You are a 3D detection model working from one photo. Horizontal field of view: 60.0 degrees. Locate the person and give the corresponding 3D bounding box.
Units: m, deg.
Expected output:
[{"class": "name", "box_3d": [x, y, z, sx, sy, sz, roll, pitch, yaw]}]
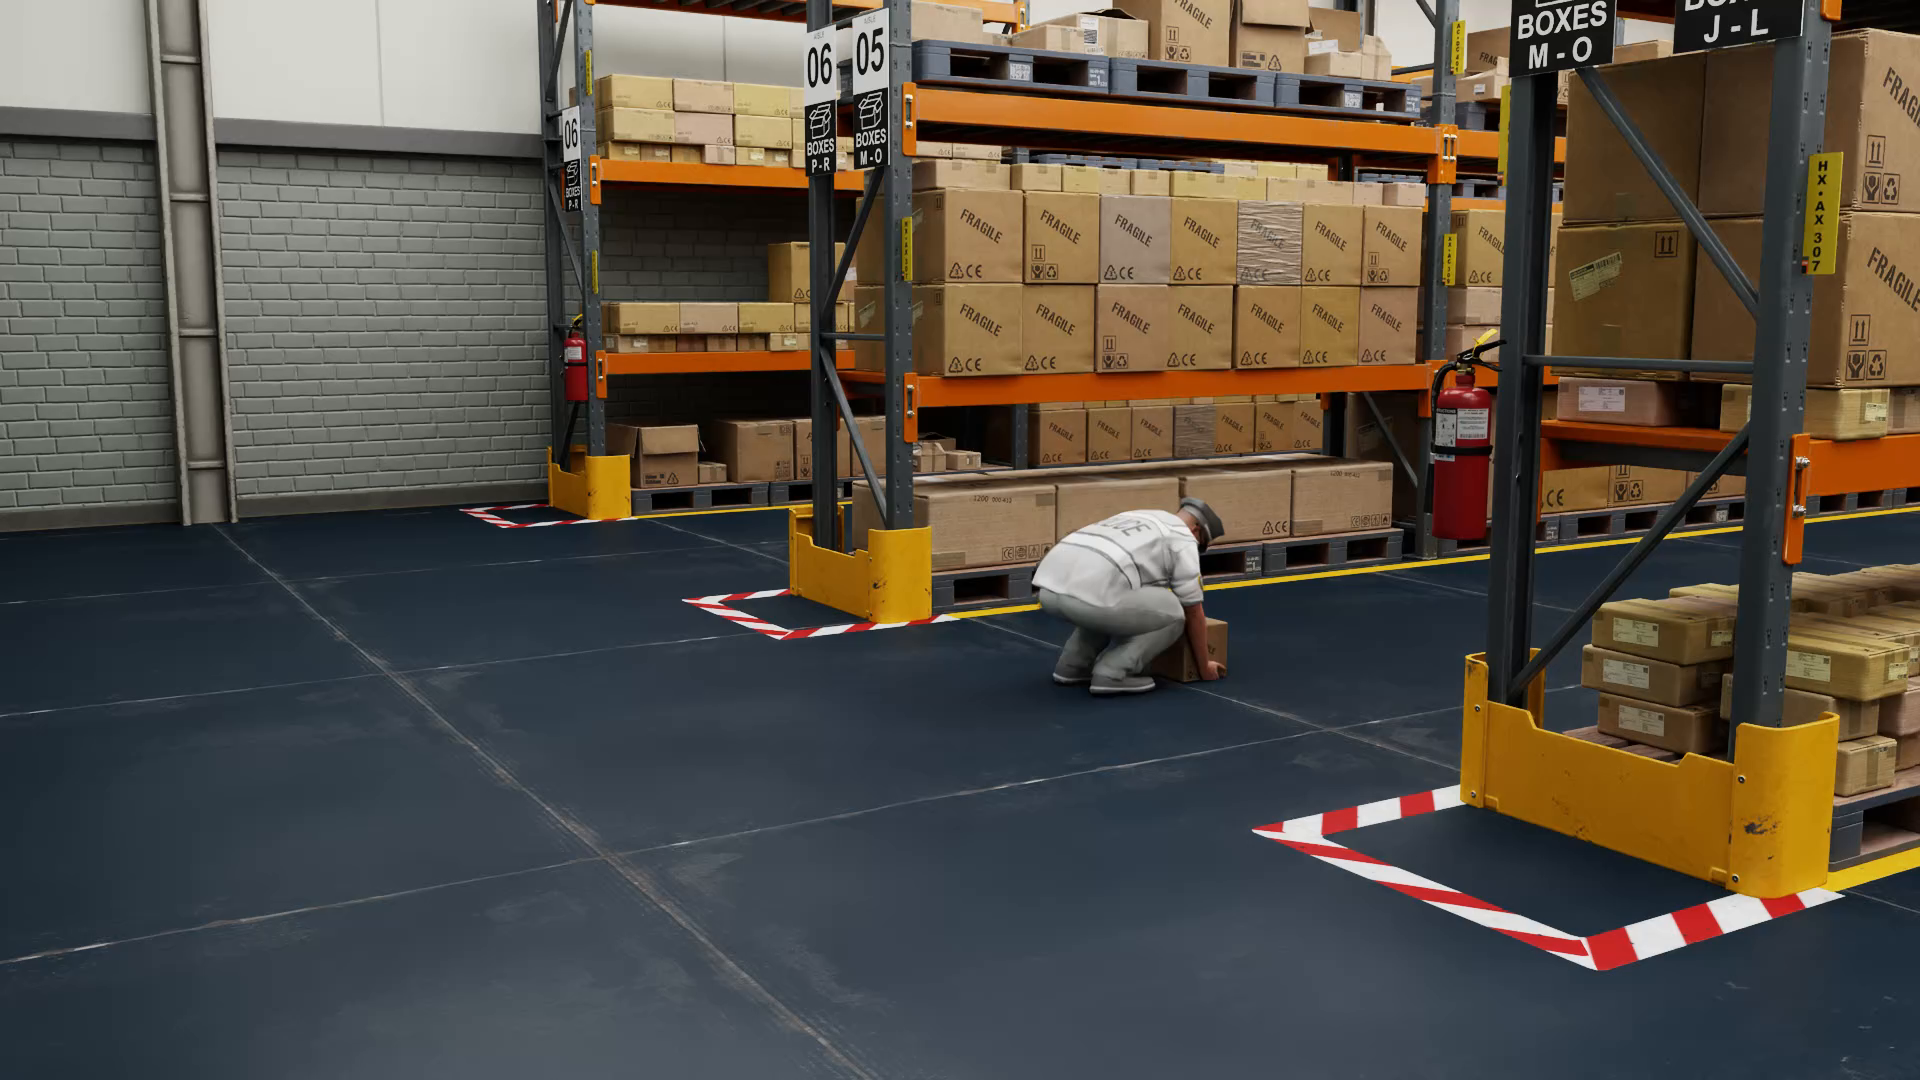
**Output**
[{"class": "person", "box_3d": [0.790, 0.268, 7.470, 1.002, 0.868, 0.537, -5, 10, -32]}]
